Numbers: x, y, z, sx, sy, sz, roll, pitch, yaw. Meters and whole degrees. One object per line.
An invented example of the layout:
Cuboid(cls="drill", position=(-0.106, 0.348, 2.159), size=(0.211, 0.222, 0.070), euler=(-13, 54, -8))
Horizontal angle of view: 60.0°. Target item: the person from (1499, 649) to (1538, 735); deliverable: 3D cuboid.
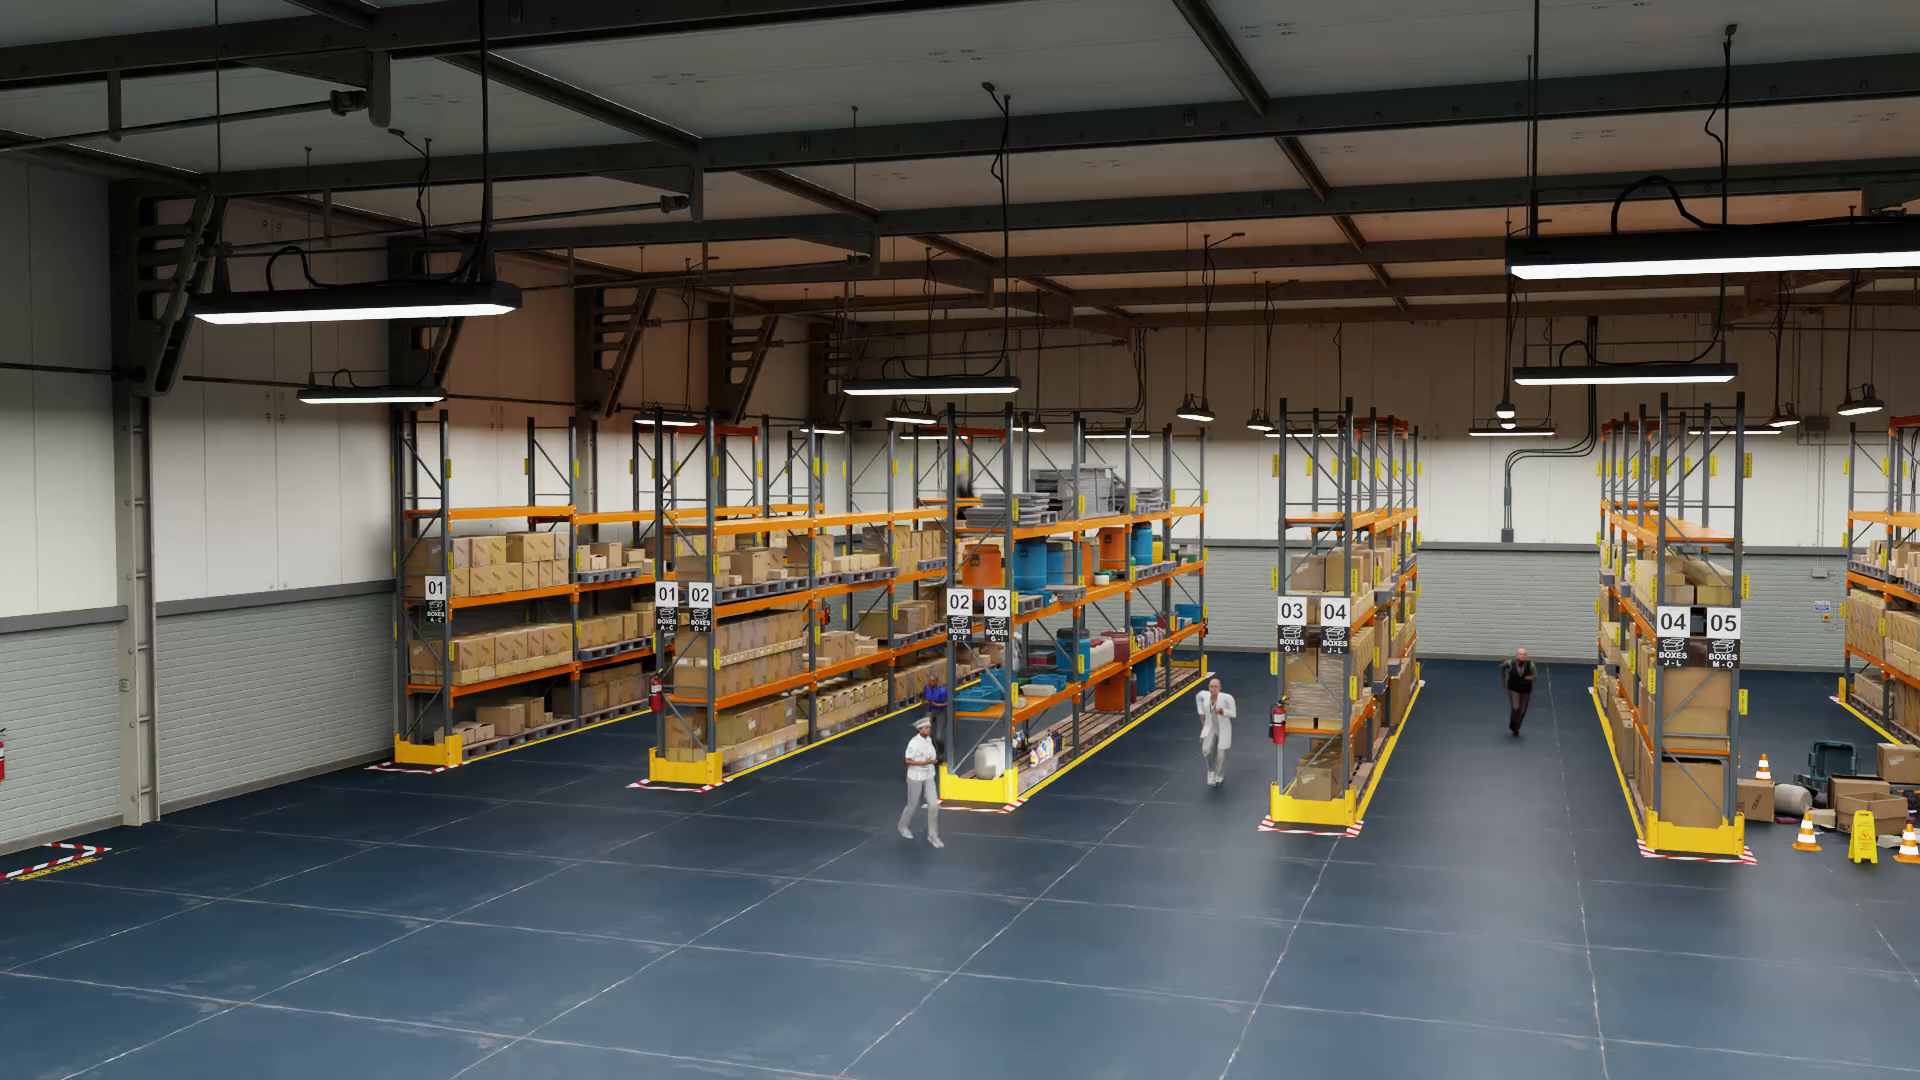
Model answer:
Cuboid(cls="person", position=(10.419, 2.842, 31.002), size=(0.644, 1.646, 0.809), euler=(0, 2, 7))

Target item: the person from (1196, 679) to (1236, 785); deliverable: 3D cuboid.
Cuboid(cls="person", position=(4.005, 3.010, 26.058), size=(0.690, 1.706, 0.947), euler=(1, 3, 18))

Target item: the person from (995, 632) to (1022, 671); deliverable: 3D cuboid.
Cuboid(cls="person", position=(1.080, 2.630, 36.113), size=(0.629, 1.728, 0.724), euler=(1, 3, 17))

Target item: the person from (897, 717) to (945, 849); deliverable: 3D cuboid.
Cuboid(cls="person", position=(-0.557, 3.211, 22.126), size=(0.555, 1.747, 0.816), euler=(-2, 3, -44))

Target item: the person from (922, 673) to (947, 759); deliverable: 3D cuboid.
Cuboid(cls="person", position=(-0.430, 3.037, 28.548), size=(0.640, 1.533, 0.791), euler=(1, 3, 20))
